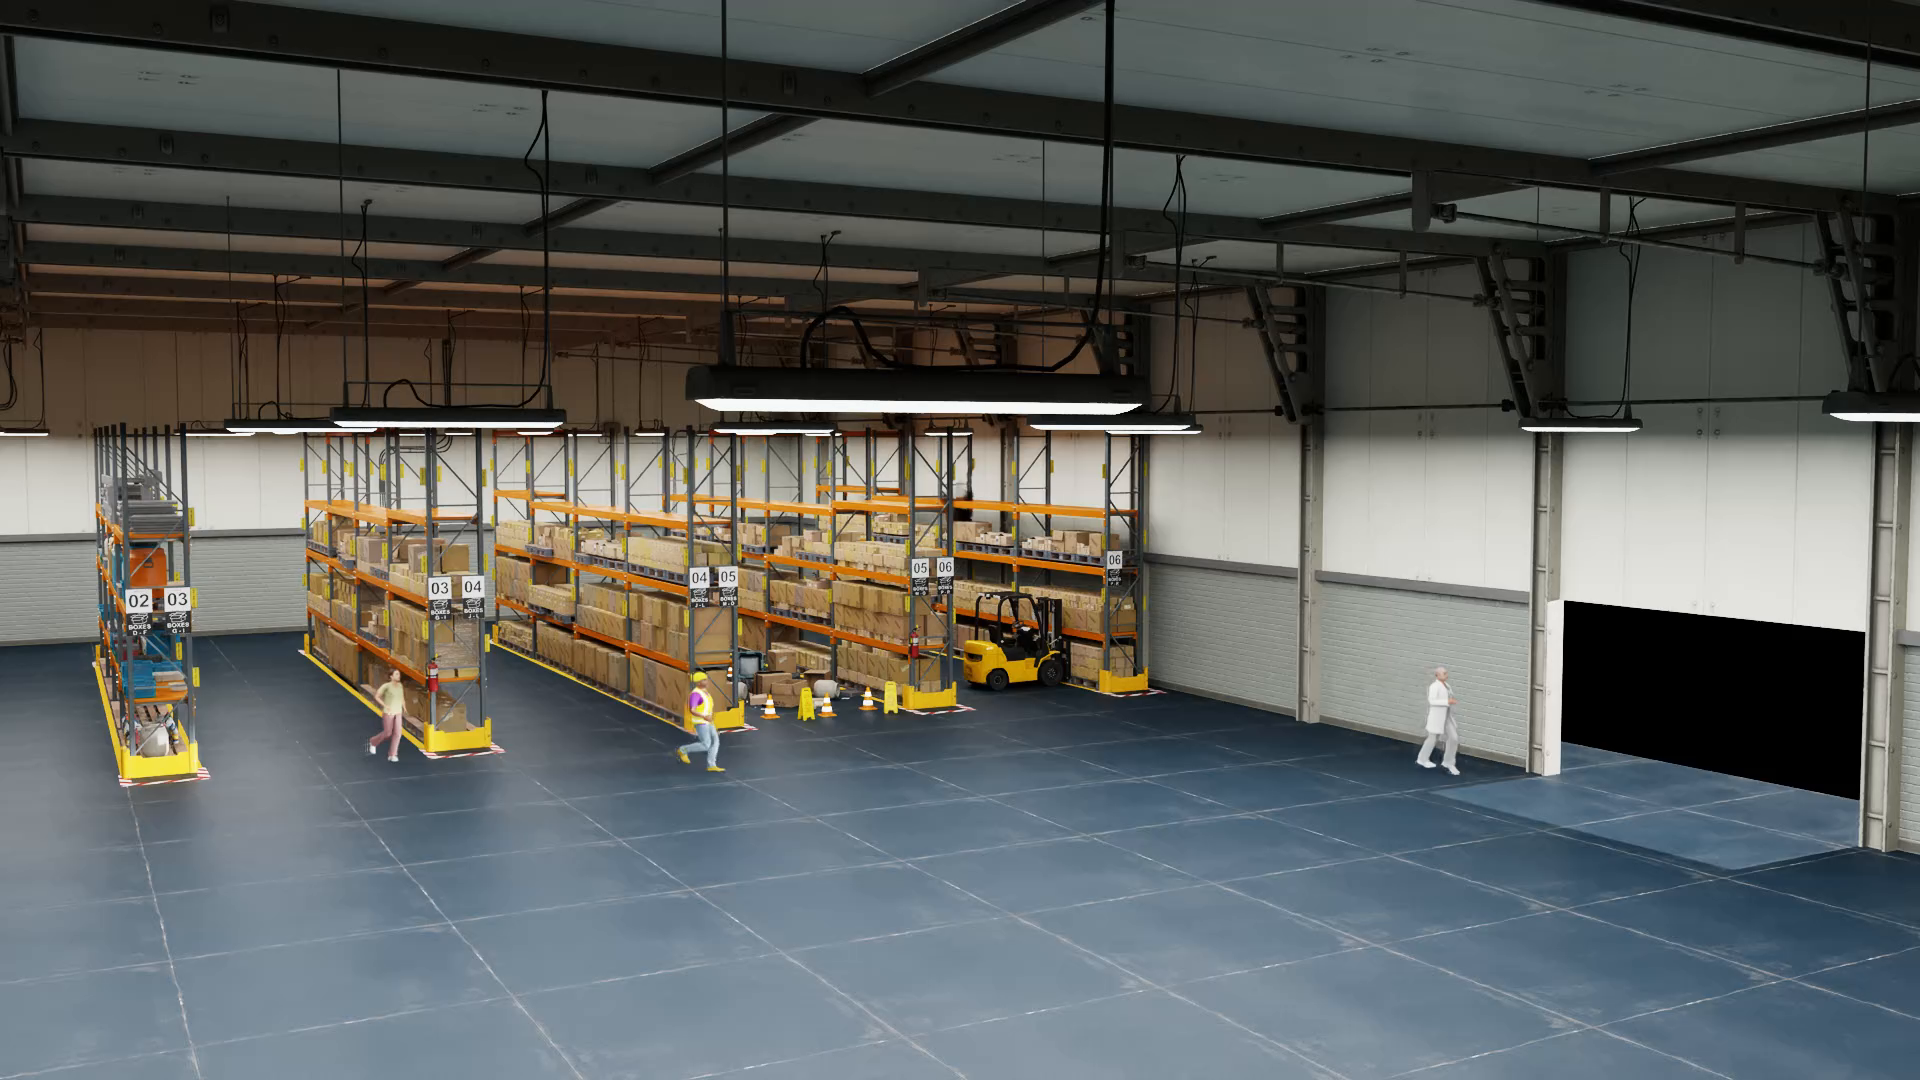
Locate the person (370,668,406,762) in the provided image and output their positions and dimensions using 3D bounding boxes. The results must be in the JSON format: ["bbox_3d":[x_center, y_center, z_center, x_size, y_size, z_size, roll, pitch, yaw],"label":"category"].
[{"bbox_3d":[-10.154,3.105,29.789,0.819,1.618,0.634,3,4,36],"label":"person"}]

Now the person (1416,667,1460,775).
[{"bbox_3d":[8.248,3.098,28.594,0.699,1.837,0.811,-3,5,-40],"label":"person"}]

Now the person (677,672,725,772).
[{"bbox_3d":[-4.451,3.131,28.636,0.815,1.727,0.712,1,3,8],"label":"person"}]
